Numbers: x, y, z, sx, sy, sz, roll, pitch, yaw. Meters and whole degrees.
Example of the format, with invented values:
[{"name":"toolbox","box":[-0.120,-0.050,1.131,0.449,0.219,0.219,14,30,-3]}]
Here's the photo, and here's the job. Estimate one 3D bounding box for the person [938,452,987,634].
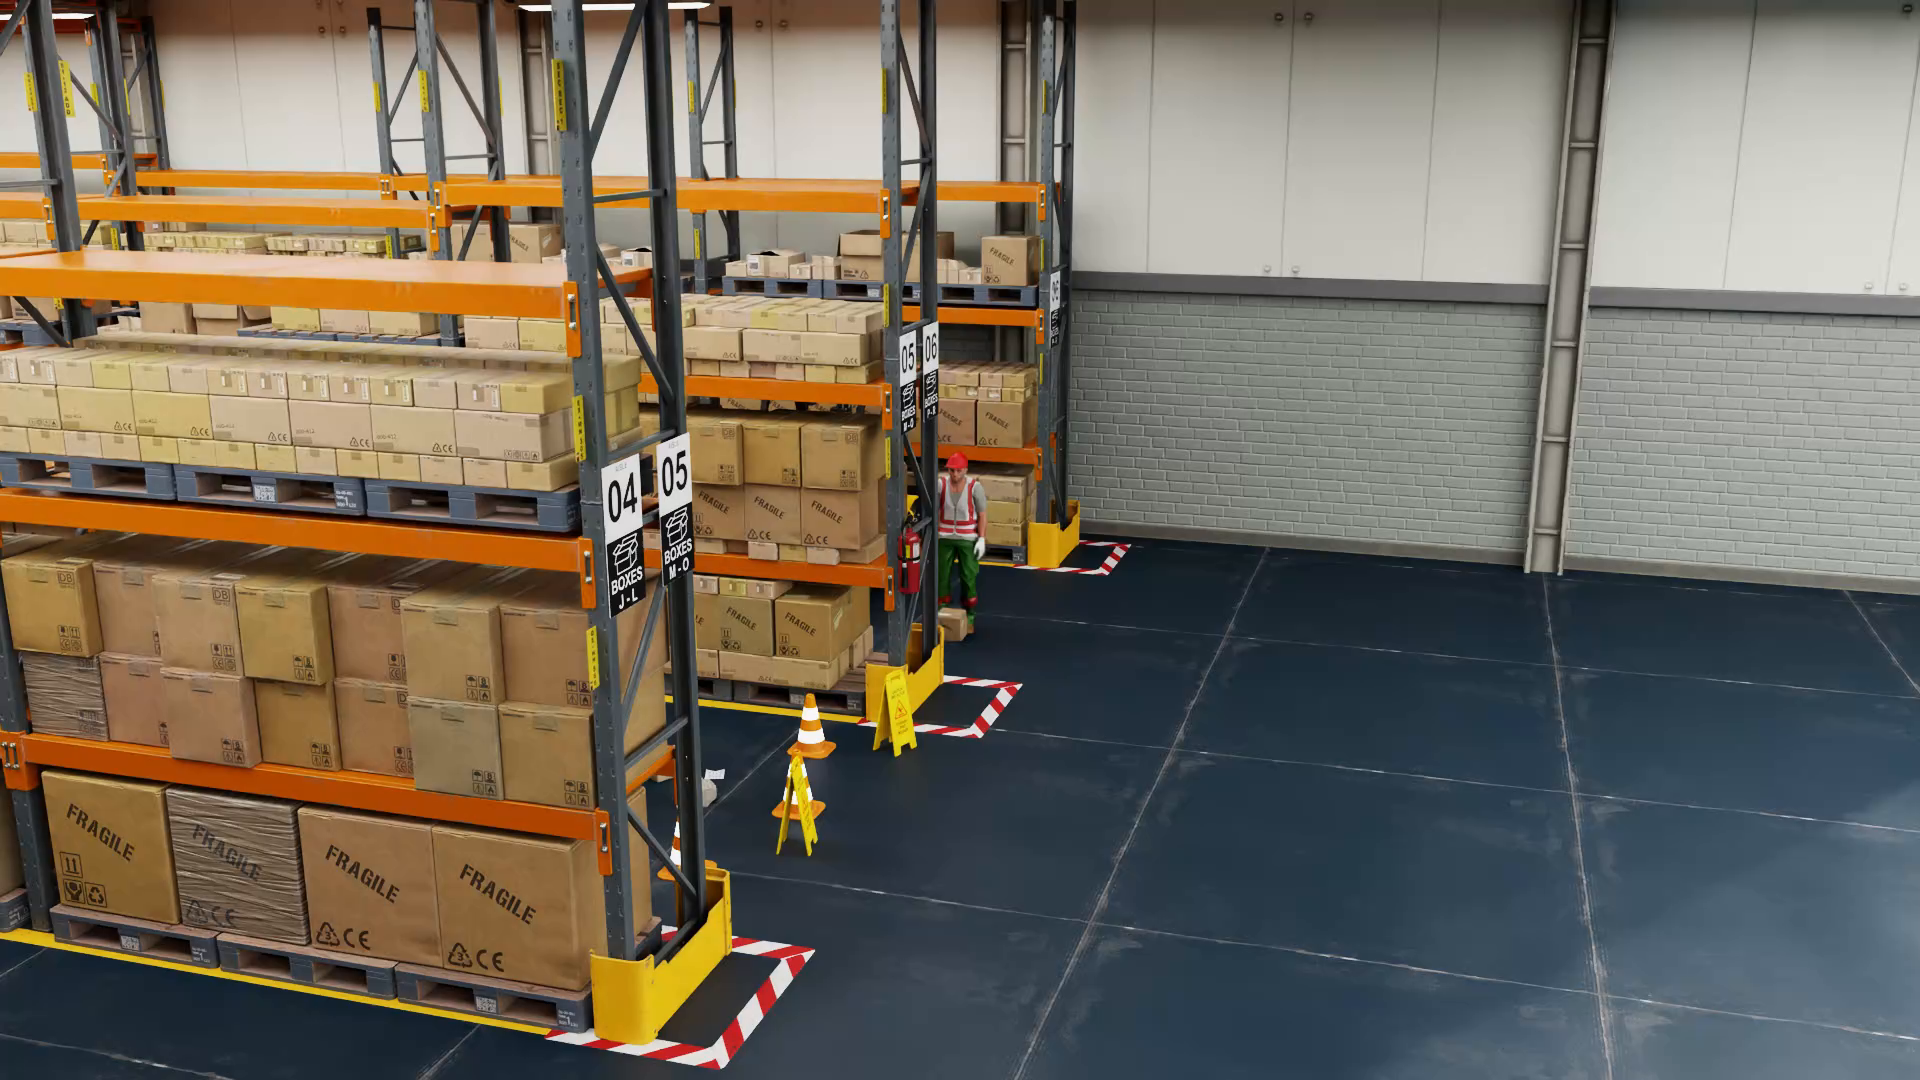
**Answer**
[{"name":"person","box":[-0.030,0.016,15.924,0.579,1.780,0.441,4,15,14]}]
